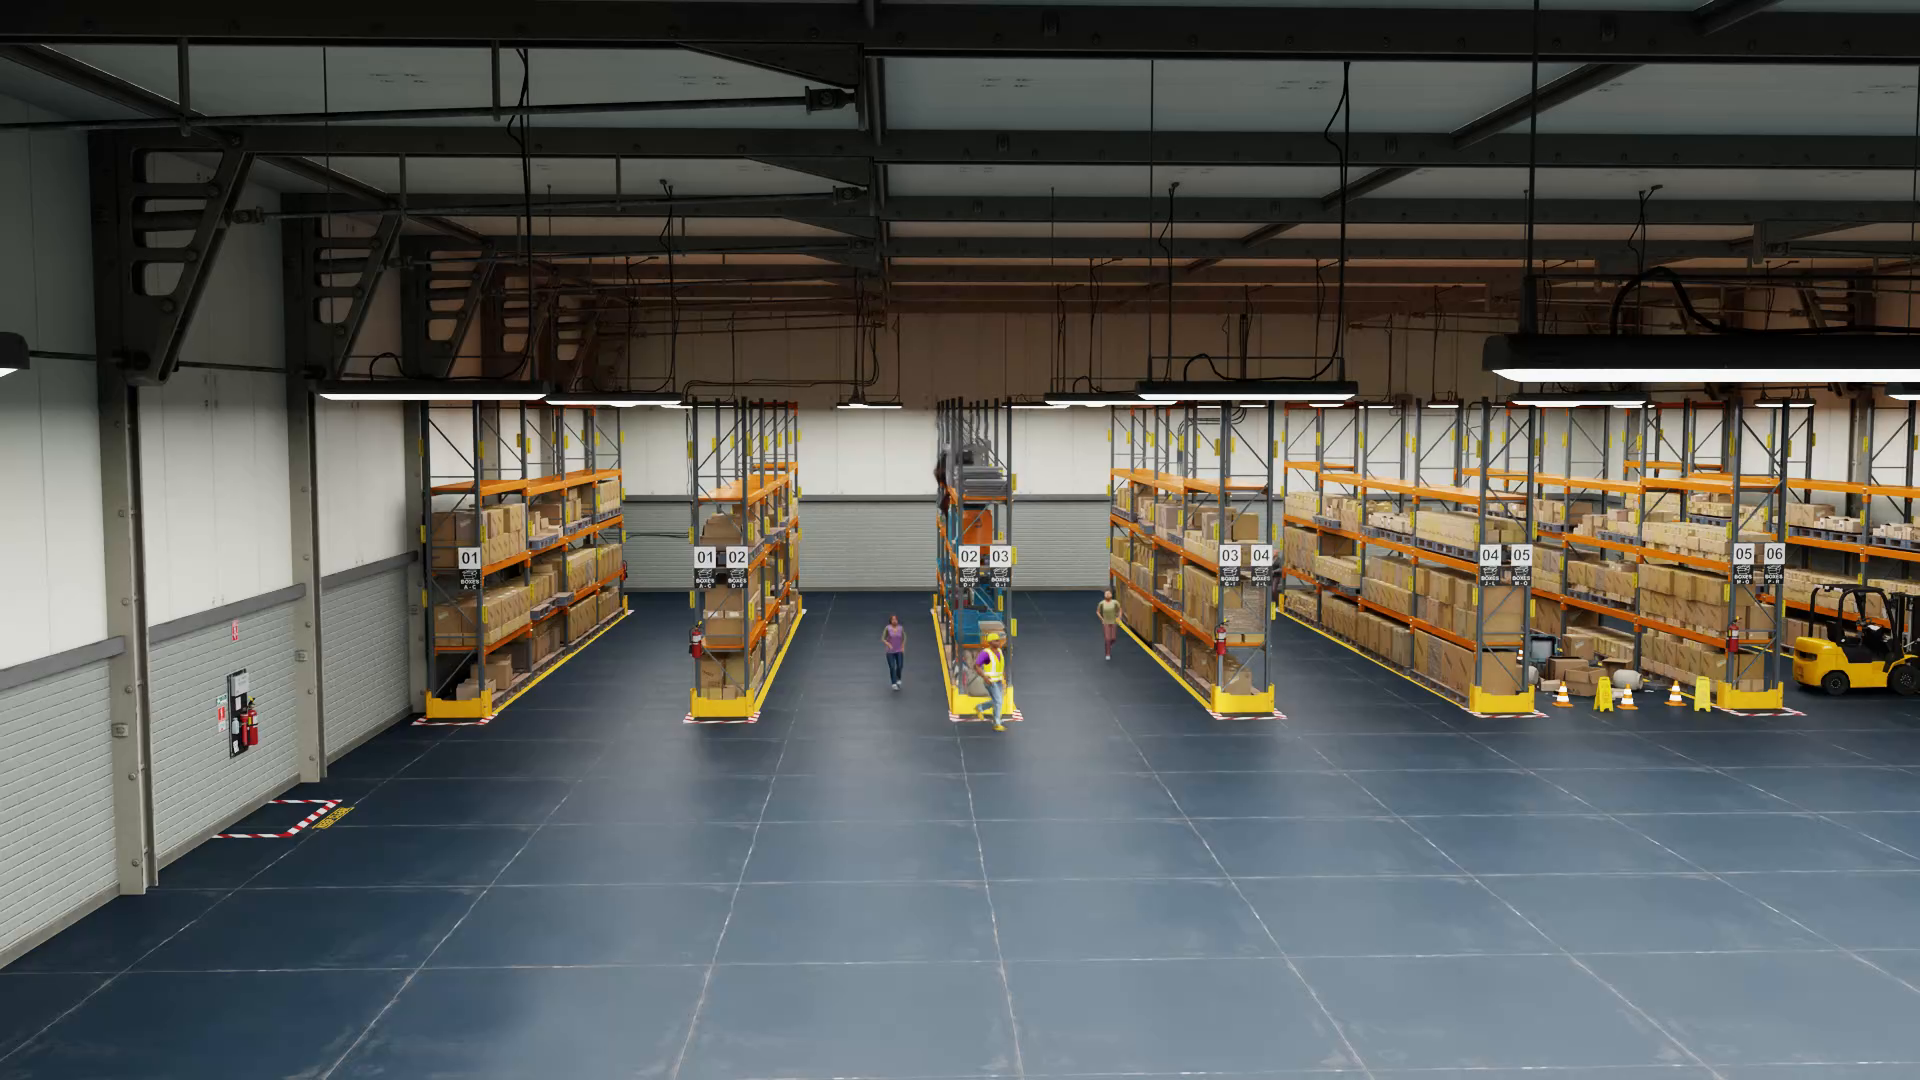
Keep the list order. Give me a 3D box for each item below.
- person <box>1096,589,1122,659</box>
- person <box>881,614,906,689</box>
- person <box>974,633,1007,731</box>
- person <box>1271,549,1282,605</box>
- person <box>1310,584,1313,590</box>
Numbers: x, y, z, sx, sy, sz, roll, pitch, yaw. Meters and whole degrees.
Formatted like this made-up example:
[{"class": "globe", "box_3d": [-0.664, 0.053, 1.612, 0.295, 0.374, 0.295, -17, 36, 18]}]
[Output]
[{"class": "person", "box_3d": [3.451, 1.951, 38.483, 0.593, 1.618, 0.612, 0, 4, 3]}, {"class": "person", "box_3d": [-1.345, 2.305, 34.079, 0.533, 1.553, 0.576, -1, 4, -8]}, {"class": "person", "box_3d": [0.543, 2.550, 30.059, 0.777, 1.756, 0.723, 3, 5, 36]}, {"class": "person", "box_3d": [9.210, 1.105, 48.954, 0.651, 1.669, 0.572, 4, 6, 40]}, {"class": "person", "box_3d": [10.493, 1.126, 48.617, 0.530, 1.706, 0.759, 3, 5, 31]}]
